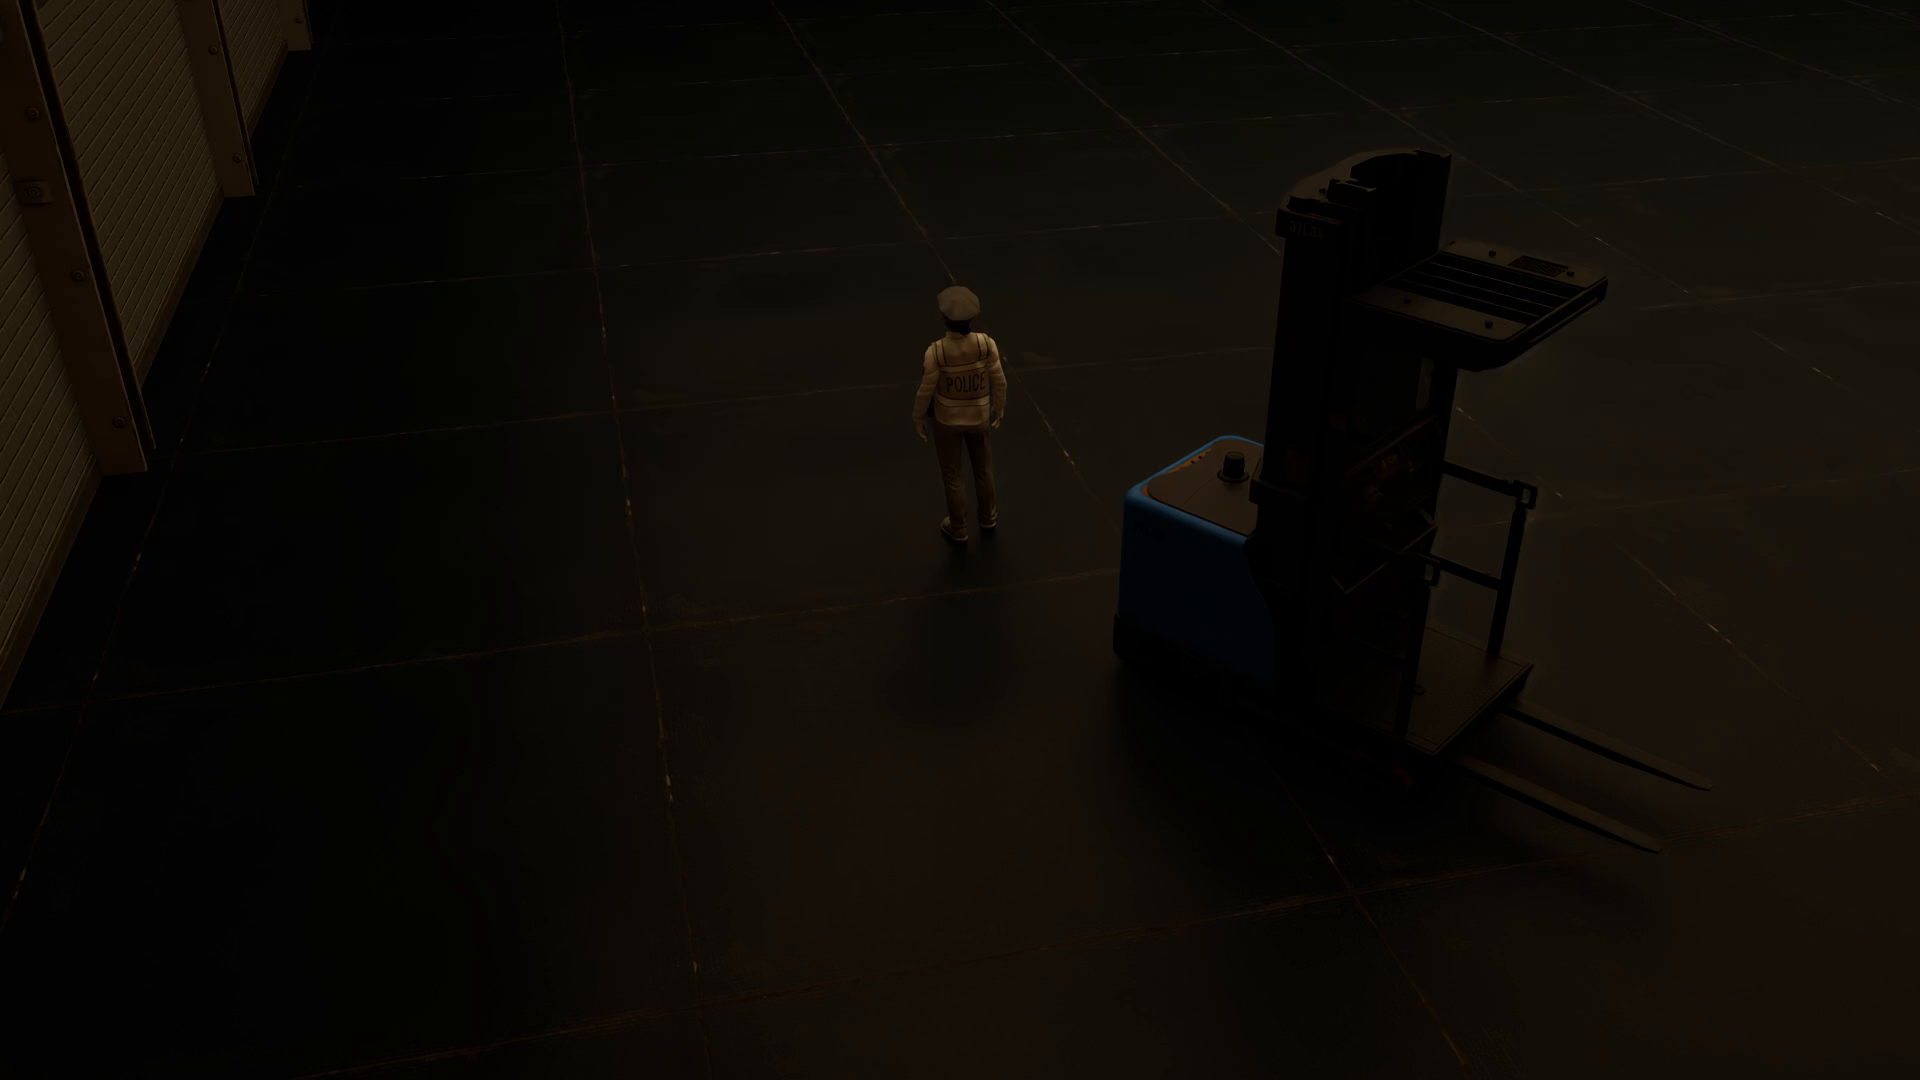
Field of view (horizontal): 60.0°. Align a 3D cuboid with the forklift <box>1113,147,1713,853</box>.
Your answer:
[{"bbox_3d":[2.288,-0.280,8.059,3.031,2.935,1.130,24,38,35],"label":"forklift"}]

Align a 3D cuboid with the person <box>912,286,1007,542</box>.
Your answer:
[{"bbox_3d":[-0.009,-0.773,10.129,0.588,1.696,0.533,-7,31,-12],"label":"person"}]
